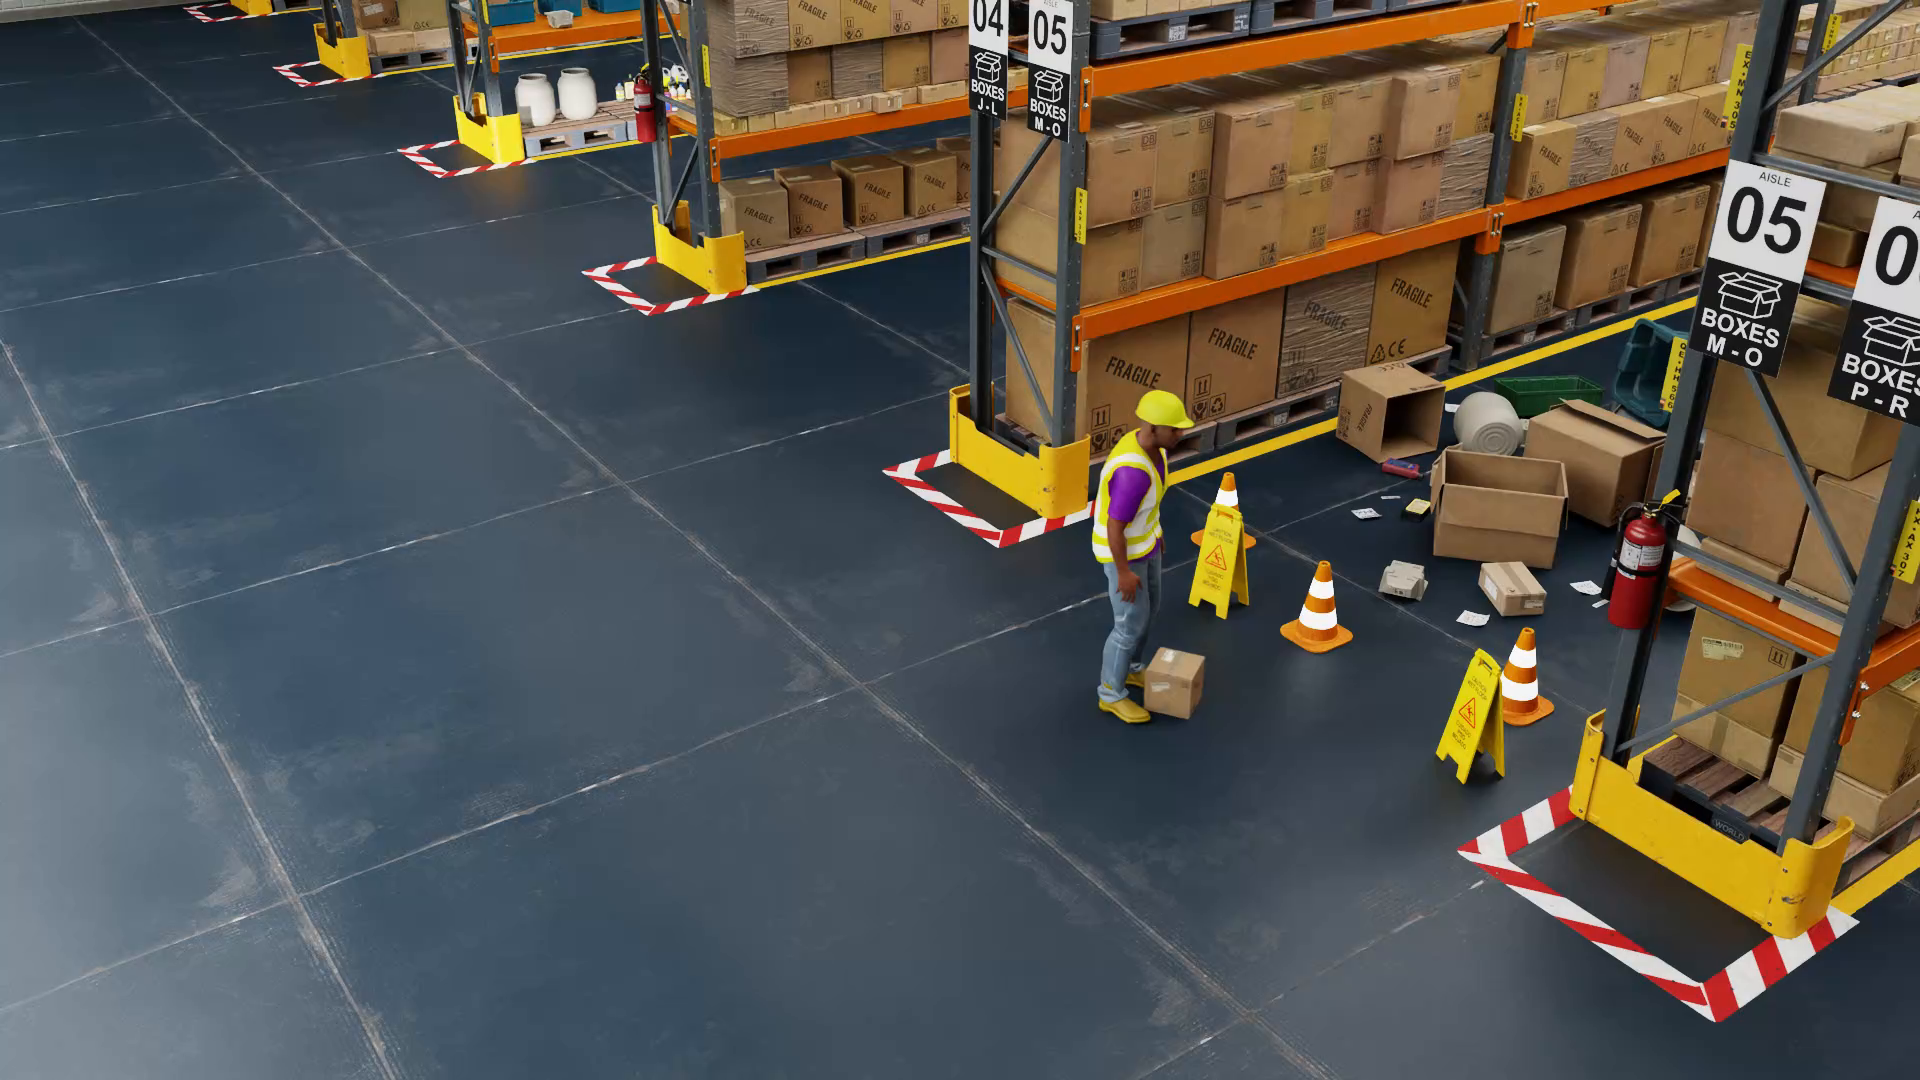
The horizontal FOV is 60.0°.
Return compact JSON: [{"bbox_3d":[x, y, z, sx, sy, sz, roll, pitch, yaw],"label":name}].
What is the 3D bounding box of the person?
[{"bbox_3d":[0.917,0.052,8.510,0.461,1.759,0.619,11,30,20],"label":"person"}]
